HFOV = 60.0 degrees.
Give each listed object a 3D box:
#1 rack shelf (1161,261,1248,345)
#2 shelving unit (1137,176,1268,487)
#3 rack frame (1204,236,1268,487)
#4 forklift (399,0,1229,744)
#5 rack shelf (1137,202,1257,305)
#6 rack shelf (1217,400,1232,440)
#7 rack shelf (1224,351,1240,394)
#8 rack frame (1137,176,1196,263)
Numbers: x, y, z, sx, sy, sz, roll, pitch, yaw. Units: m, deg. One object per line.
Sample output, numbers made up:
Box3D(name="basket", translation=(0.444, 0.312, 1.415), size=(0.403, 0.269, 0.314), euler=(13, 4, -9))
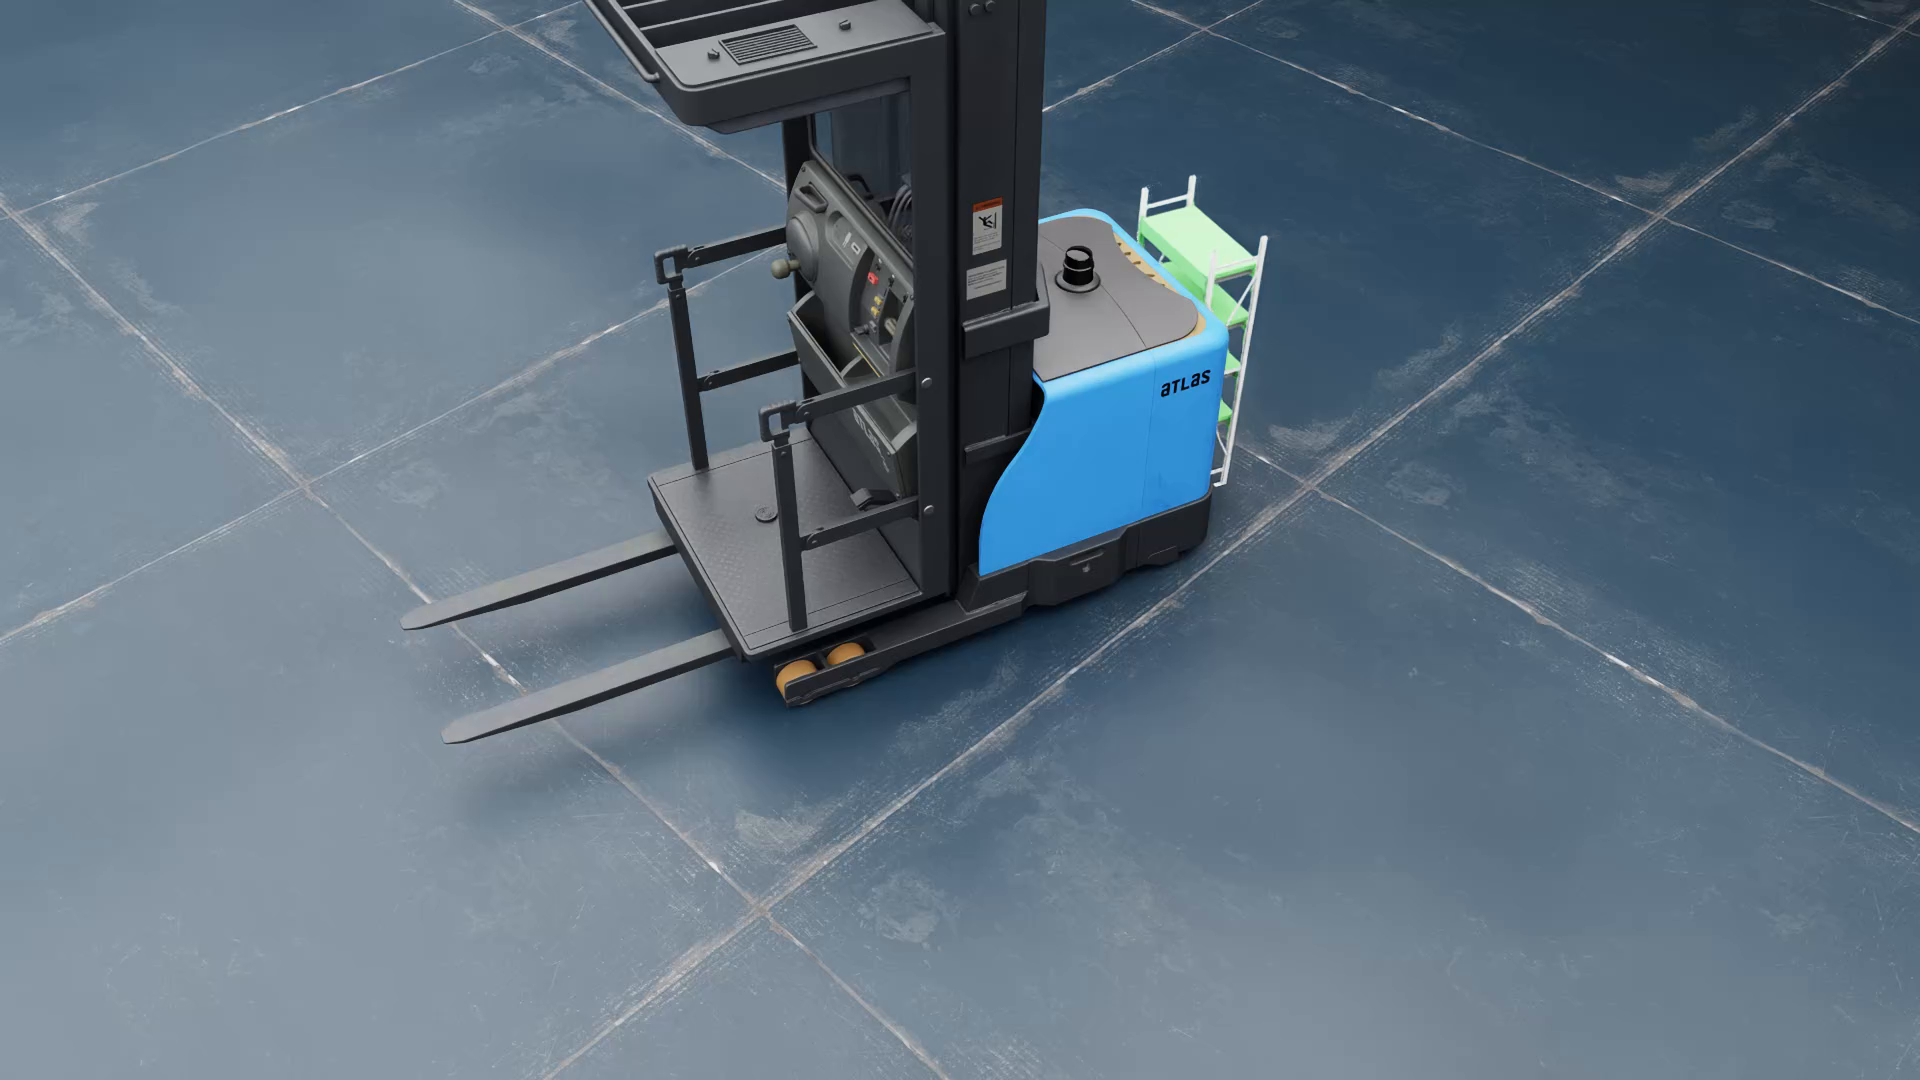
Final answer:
Box3D(name="rack shelf", translation=(0.918, -0.930, 6.608), size=(0.258, 0.148, 0.480), euler=(-18, 46, -20))
Box3D(name="shelving unit", translation=(0.914, -0.799, 6.726), size=(0.258, 1.200, 0.503), euler=(-18, 46, -20))
Box3D(name="rack frame", translation=(1.024, -0.652, 6.566), size=(0.240, 1.200, 0.015), euler=(-18, 46, -20))
Box3D(name="forklift", translation=(-0.559, -0.884, 5.547), size=(3.031, 2.935, 1.130), euler=(-19, 46, -19))
Box3D(name="rack shelf", translation=(0.923, -1.108, 6.447), size=(0.258, 0.148, 0.480), euler=(-18, 46, -20))
Box3D(name="rack shelf", translation=(0.907, -0.574, 6.930), size=(0.258, 0.148, 0.480), euler=(-18, 46, -20))
Box3D(name="rack shelf", translation=(0.912, -0.752, 6.769), size=(0.258, 0.148, 0.480), euler=(-18, 46, -20))
Box3D(name="rack frame", translation=(0.803, -0.947, 6.886), size=(0.240, 1.200, 0.015), euler=(-18, 46, -20))
